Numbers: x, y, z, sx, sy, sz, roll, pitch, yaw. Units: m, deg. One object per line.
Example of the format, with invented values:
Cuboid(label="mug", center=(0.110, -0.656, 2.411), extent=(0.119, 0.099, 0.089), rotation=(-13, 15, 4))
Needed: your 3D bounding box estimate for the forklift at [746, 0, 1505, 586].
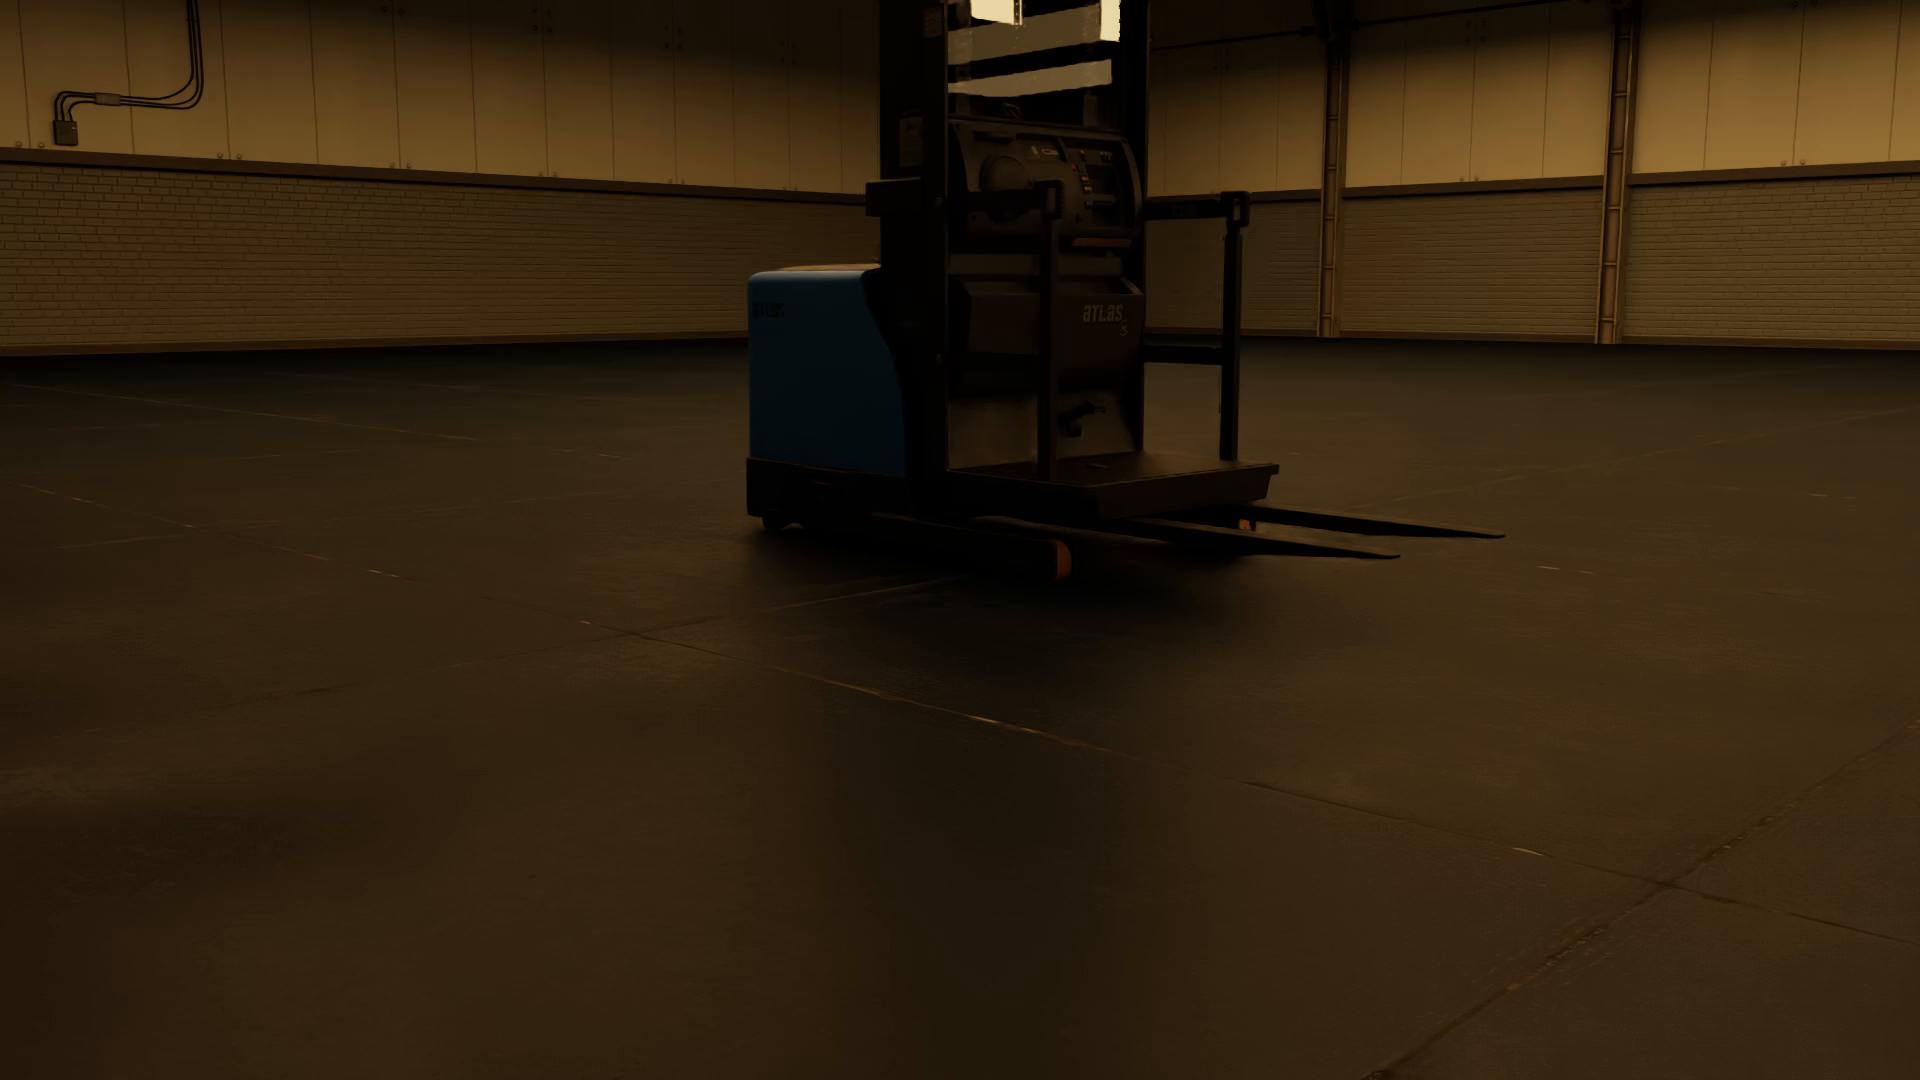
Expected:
Cuboid(label="forklift", center=(0.478, -1.378, 6.022), extent=(1.130, 2.935, 3.031), rotation=(-8, 12, -42))
